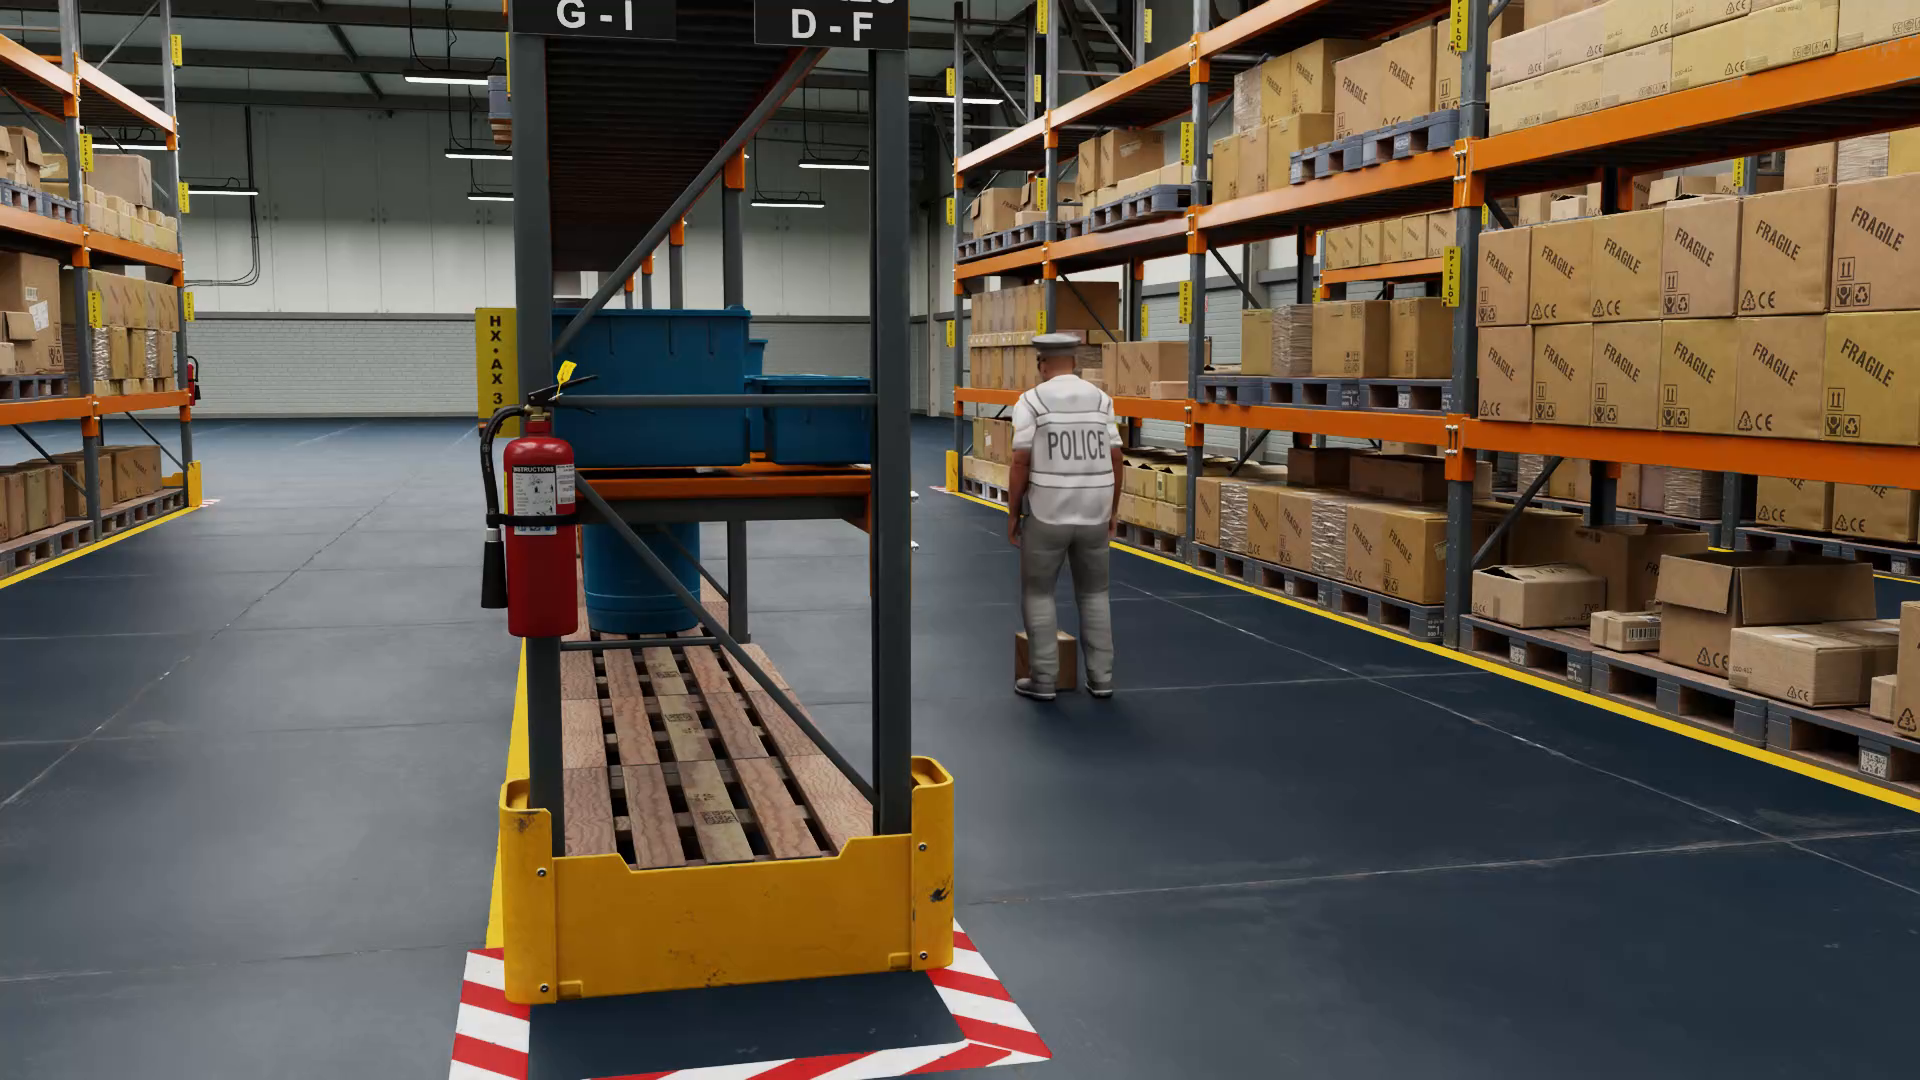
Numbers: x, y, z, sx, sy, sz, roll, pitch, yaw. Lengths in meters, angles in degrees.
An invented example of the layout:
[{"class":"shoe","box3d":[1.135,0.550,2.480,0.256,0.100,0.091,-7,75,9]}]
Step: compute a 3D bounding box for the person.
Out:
[{"class":"person","box3d":[0.506,-0.113,7.970,0.581,1.747,0.435,-2,6,-16]}]
